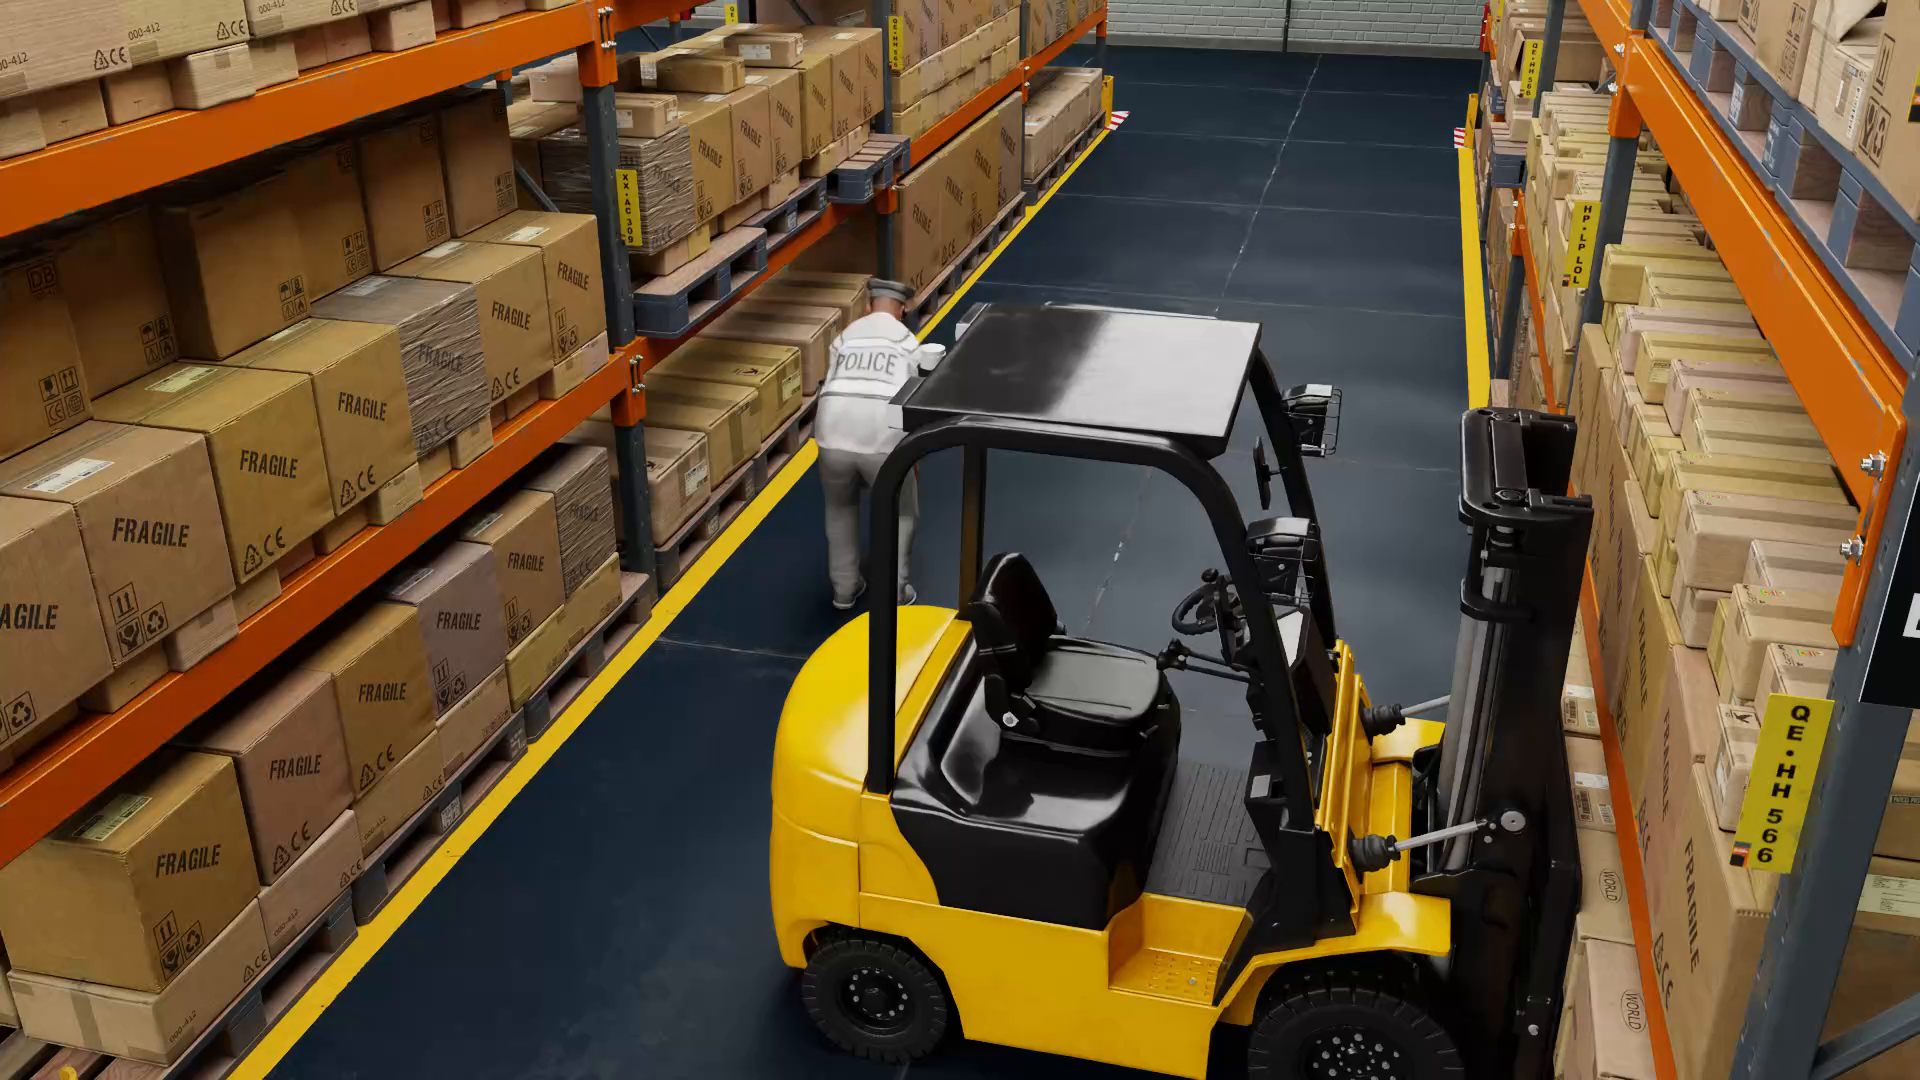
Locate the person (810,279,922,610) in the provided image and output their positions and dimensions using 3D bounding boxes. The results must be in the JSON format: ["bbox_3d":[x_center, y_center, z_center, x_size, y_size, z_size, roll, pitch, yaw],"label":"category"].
[{"bbox_3d":[-0.395,-0.439,7.867,0.478,1.477,0.919,5,26,11],"label":"person"}]
